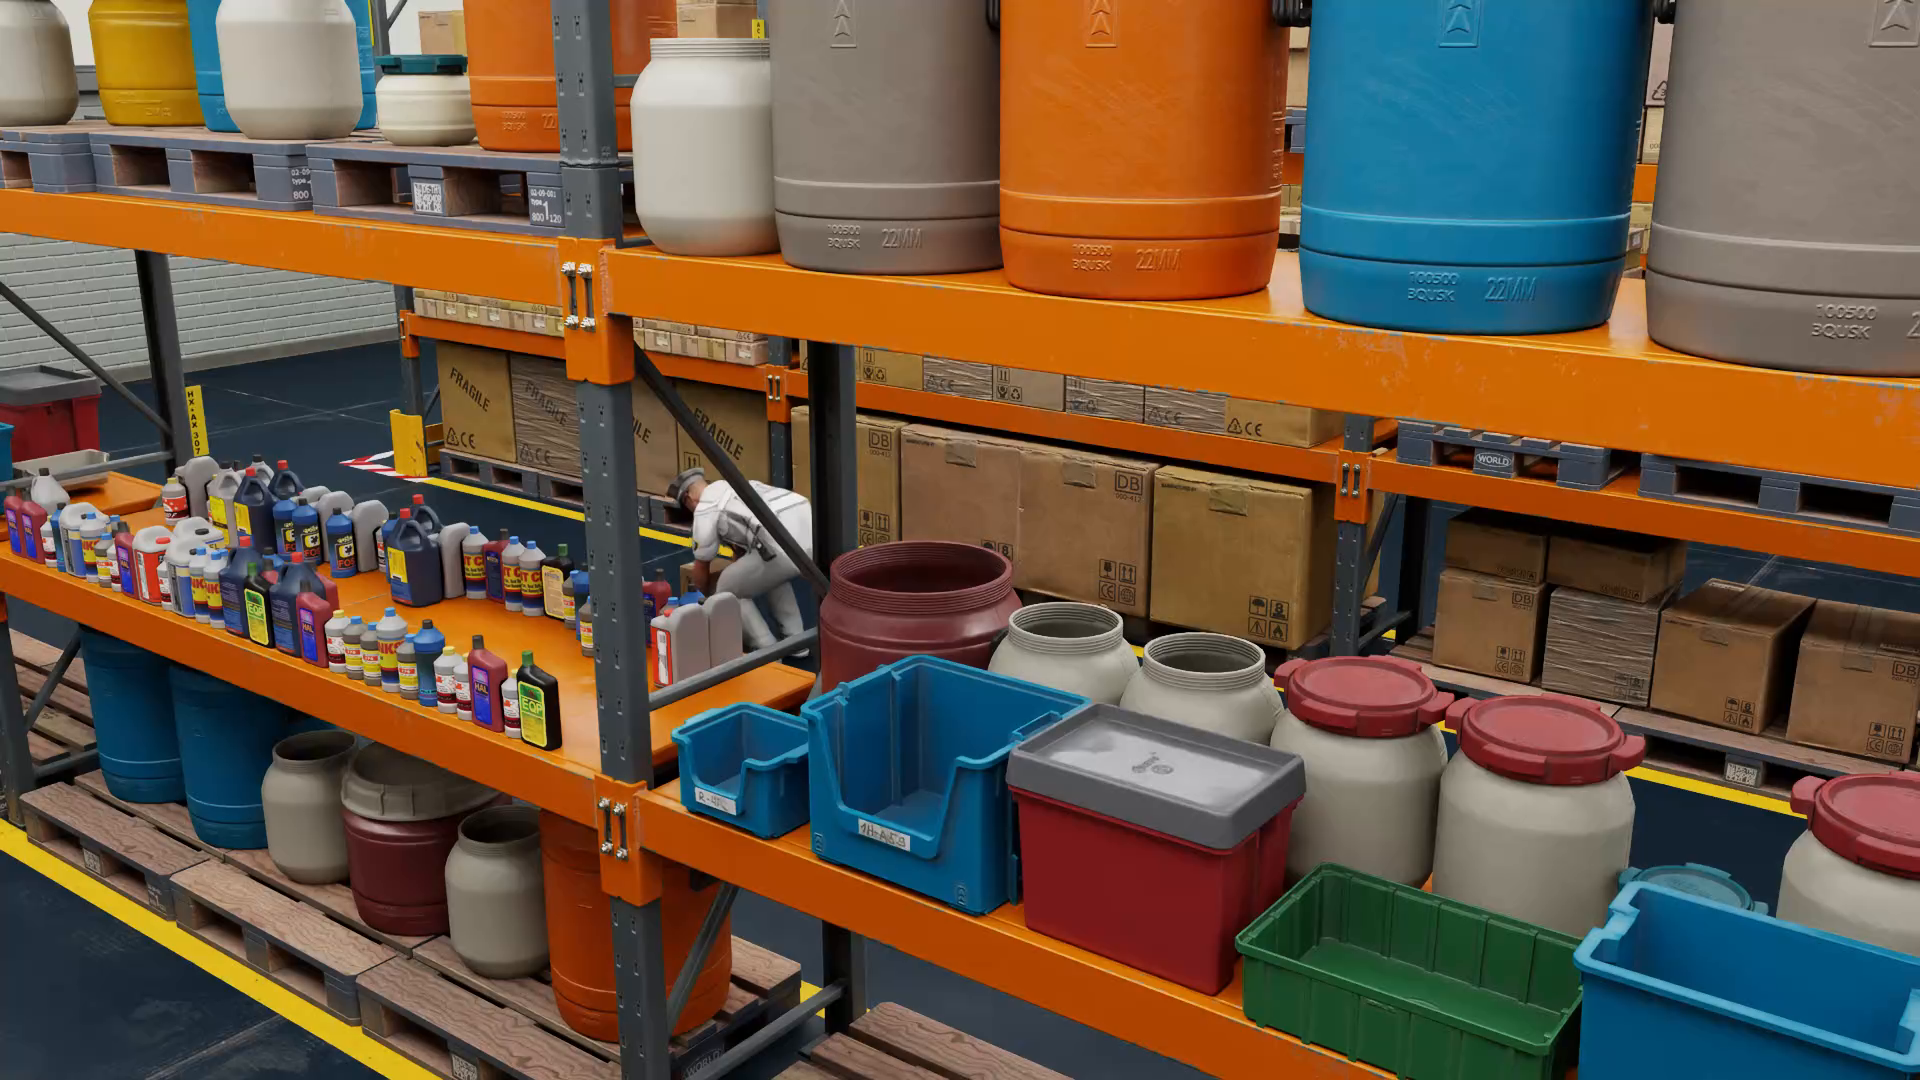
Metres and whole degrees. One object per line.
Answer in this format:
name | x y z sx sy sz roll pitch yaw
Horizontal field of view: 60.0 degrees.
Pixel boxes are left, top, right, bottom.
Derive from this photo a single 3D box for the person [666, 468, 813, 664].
person | -1.188 0.152 9.269 1.029 1.043 0.534 11 20 32
